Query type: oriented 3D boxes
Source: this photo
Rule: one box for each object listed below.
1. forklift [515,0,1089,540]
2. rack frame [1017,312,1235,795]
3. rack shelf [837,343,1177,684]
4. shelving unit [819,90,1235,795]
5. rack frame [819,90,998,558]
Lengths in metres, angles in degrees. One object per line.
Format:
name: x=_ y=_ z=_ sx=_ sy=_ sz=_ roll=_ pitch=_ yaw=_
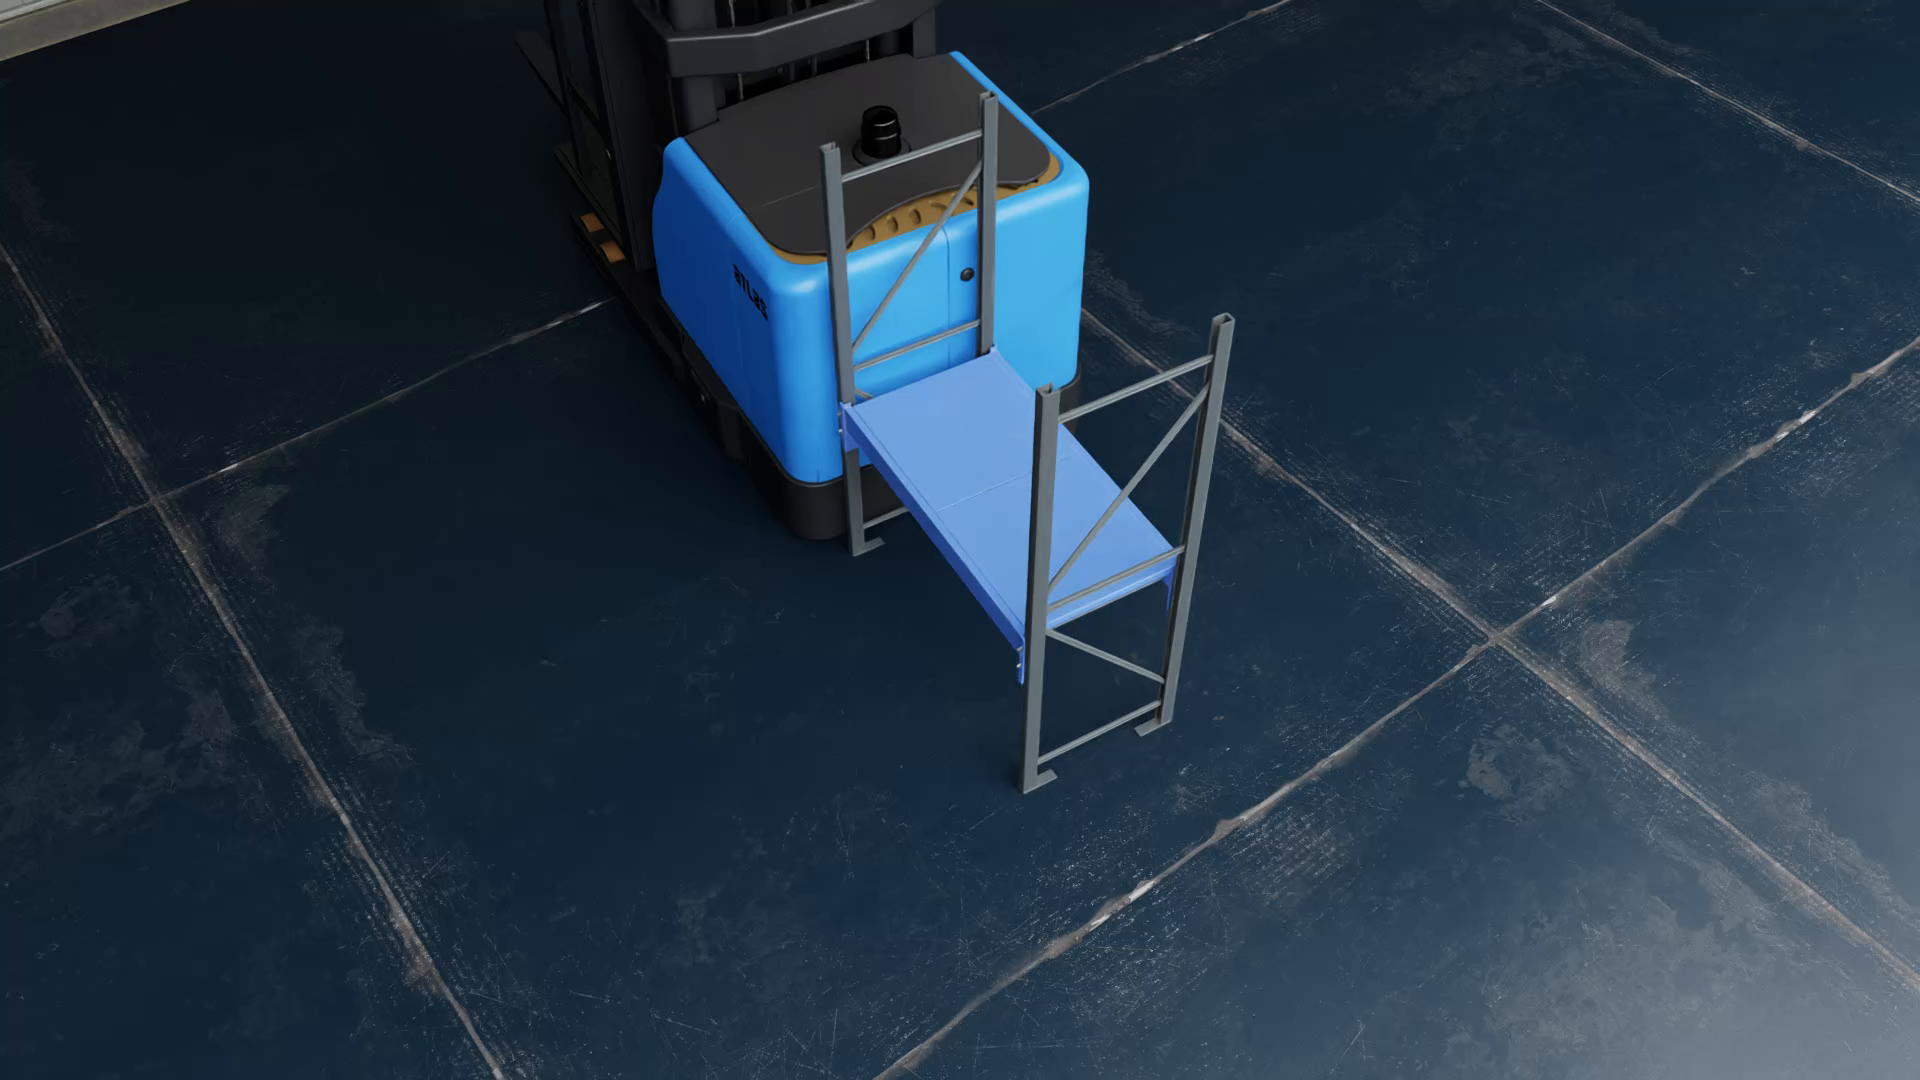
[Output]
forklift: x=-0.783 y=-2.072 z=5.150 sx=1.130 sy=2.935 sz=3.031 roll=-23 pitch=52 yaw=-20
rack frame: x=0.384 y=0.101 z=4.146 sx=0.500 sy=1.500 sz=0.032 roll=-23 pitch=52 yaw=-20
rack shelf: x=0.129 y=-0.104 z=4.575 sx=0.538 sy=0.185 sz=1.000 roll=-23 pitch=52 yaw=-20
shelving unit: x=0.129 y=-0.225 z=4.442 sx=0.538 sy=1.500 sz=1.048 roll=-23 pitch=52 yaw=-20
rack frame: x=-0.125 y=-0.551 z=4.737 sx=0.500 sy=1.500 sz=0.032 roll=-23 pitch=52 yaw=-20
